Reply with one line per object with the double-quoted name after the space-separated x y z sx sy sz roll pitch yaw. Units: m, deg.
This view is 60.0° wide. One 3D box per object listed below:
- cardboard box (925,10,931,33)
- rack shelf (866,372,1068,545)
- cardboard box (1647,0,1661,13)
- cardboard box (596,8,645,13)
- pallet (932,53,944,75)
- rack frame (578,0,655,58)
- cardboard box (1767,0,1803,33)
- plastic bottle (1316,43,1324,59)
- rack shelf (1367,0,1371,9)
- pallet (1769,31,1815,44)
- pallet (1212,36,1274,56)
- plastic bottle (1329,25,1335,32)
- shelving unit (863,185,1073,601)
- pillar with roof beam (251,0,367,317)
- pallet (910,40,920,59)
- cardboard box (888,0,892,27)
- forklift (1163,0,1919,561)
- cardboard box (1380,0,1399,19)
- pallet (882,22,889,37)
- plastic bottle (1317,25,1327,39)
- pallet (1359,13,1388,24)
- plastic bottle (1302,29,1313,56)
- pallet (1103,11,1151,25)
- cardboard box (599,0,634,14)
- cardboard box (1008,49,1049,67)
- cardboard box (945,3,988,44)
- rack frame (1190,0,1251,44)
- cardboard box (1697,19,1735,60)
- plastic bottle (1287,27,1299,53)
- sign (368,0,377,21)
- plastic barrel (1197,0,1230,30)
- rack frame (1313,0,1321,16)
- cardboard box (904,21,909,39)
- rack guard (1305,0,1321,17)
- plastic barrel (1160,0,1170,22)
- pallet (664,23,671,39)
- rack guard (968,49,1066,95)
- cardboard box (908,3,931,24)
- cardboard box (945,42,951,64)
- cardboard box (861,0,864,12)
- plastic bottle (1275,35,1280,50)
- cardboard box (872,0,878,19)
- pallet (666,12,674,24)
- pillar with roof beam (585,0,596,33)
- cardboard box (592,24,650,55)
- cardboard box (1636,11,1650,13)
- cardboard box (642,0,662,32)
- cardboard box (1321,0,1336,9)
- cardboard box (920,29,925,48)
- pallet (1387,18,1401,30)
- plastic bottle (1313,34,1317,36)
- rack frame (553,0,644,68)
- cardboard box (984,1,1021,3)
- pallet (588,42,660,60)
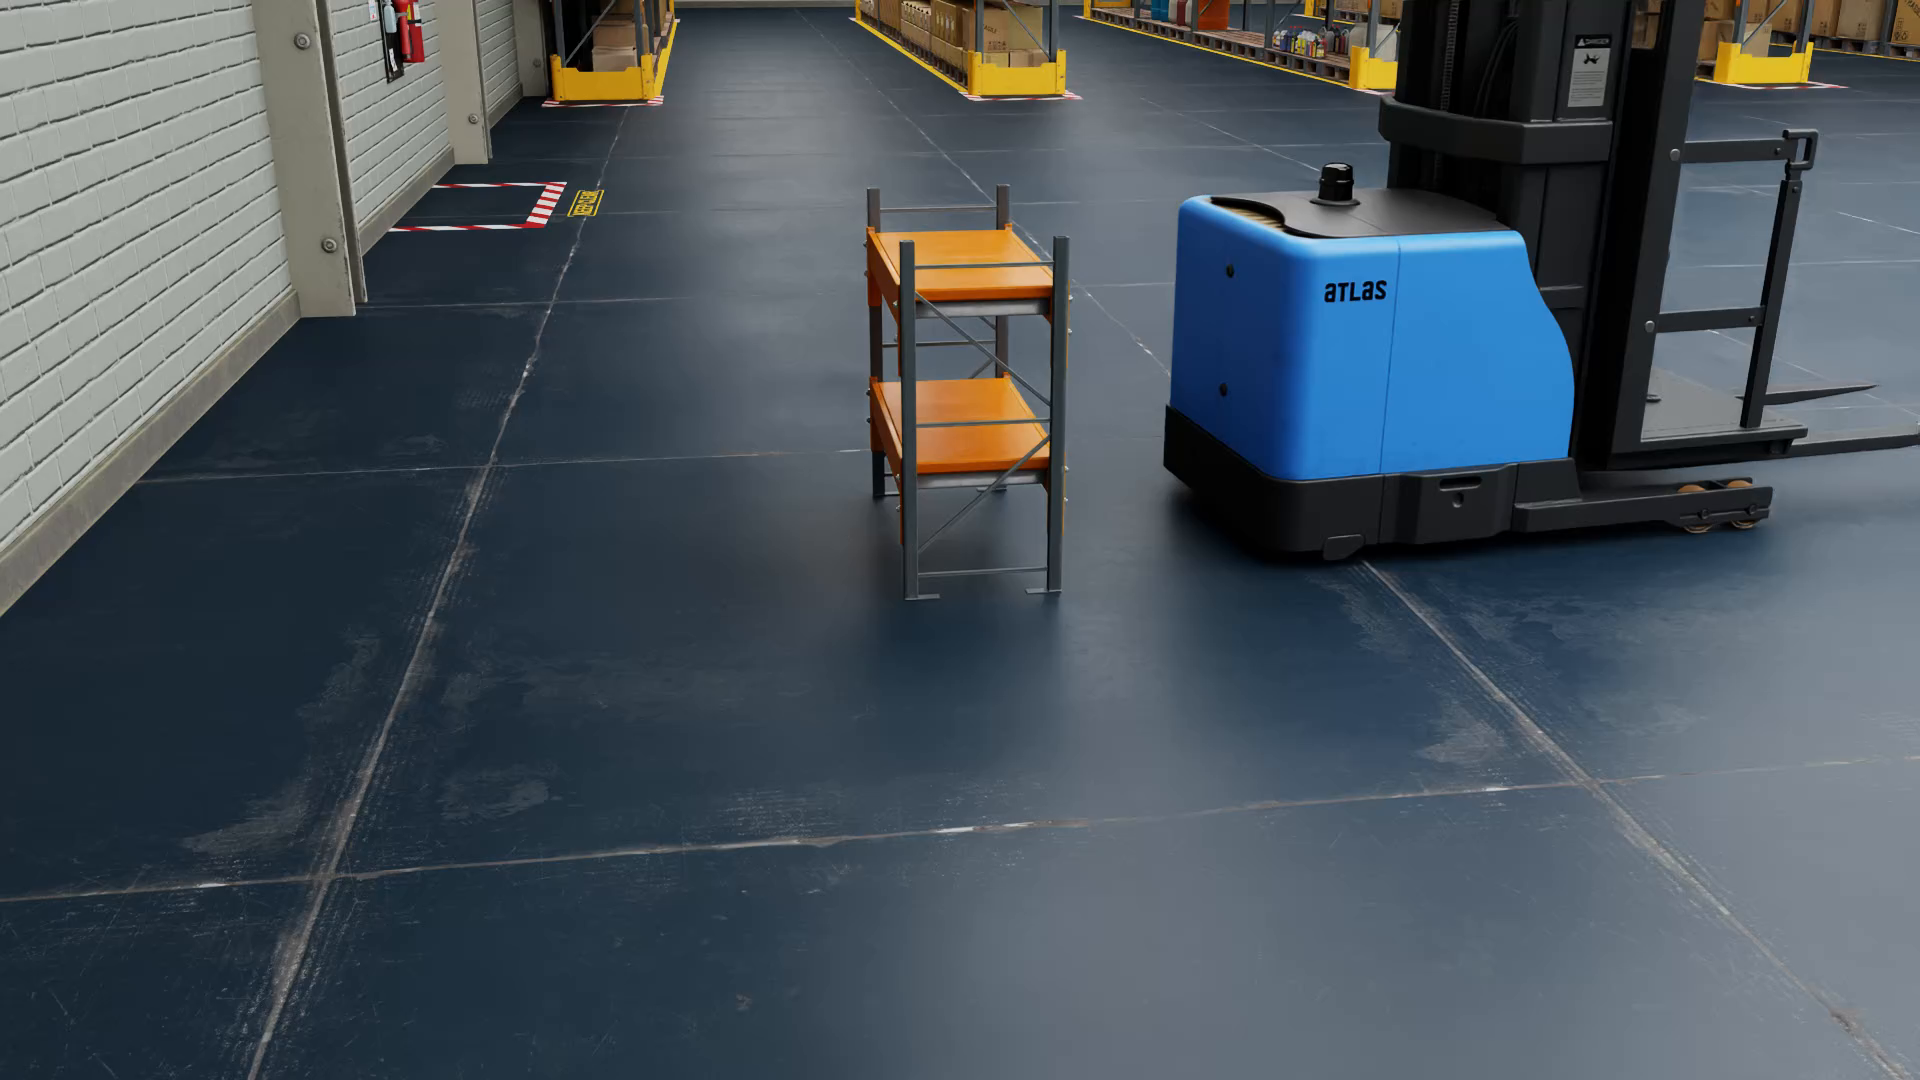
-0.233 -7.562 24.204 0.500 0.311 0.500 -3 21 -8 "cardboard box"
-0.001 -0.300 5.611 0.538 0.278 1.000 -3 21 -8 "rack shelf"
13.604 -10.322 32.037 0.500 0.500 0.500 -2 21 -5 "cardboard box"
-5.154 -7.832 25.344 0.700 0.500 0.500 -3 21 -8 "cardboard box"
0.183 -6.681 23.303 1.003 0.211 1.213 -3 21 -8 "pallet"
-4.792 -8.014 22.886 1.000 3.000 0.127 -3 21 -8 "rack frame"
14.387 -8.988 28.110 1.050 0.750 0.750 -3 21 -7 "cardboard box"
4.890 -6.638 22.571 0.097 0.201 0.097 0 20 0 "plastic bottle"
5.300 -7.484 22.495 1.077 0.370 4.000 -3 21 -8 "rack shelf"
14.298 -8.780 28.923 1.003 0.211 1.213 -3 21 -8 "pallet"
4.681 -7.901 26.567 1.003 0.211 1.213 -3 21 -8 "pallet"
5.390 -7.270 24.052 0.144 0.351 0.185 -3 21 -9 "plastic bottle"
-0.001 -0.529 5.526 0.538 1.125 1.048 -3 21 -8 "shelving unit"
0.818 -5.700 8.117 9.100 9.000 0.400 -3 21 -8 "pillar with roof beam"
-0.215 -7.635 25.857 1.003 0.211 1.213 -3 21 -8 "pallet"
-0.990 -9.358 29.427 0.500 0.500 0.500 -4 21 -10 "cardboard box"
2.340 -1.569 5.727 3.031 2.935 1.130 -5 21 -14 "forklift"
8.872 -10.514 32.016 1.225 0.875 0.875 -3 21 -8 "cardboard box"
-0.889 -9.449 30.713 1.003 0.211 1.213 -3 21 -8 "pallet"
5.247 -7.263 24.032 0.144 0.351 0.185 -3 21 -8 "plastic bottle"
8.727 -10.494 33.512 1.003 0.211 1.213 -3 21 -8 "pallet"
4.833 -6.901 23.064 0.144 0.351 0.185 -2 21 -6 "plastic bottle"
3.535 -10.653 33.937 1.003 0.211 1.213 -3 21 -8 "pallet"
-4.981 -7.807 24.203 0.500 0.250 0.500 -3 21 -9 "cardboard box"
0.829 -5.986 20.785 0.500 0.250 0.500 -3 21 -8 "cardboard box"
0.085 -6.829 21.972 0.500 0.500 0.500 -3 21 -8 "cardboard box"
4.435 -9.898 27.931 1.000 3.000 0.127 -3 21 -8 "rack frame"
10.296 -6.826 22.679 0.500 0.500 0.500 2 21 6 "cardboard box"
4.745 -7.113 23.631 0.144 0.351 0.185 -4 21 -10 "plastic bottle"
-4.011 -3.713 11.319 0.001 0.329 0.234 -3 21 -8 "sign"
4.348 -9.247 28.689 0.600 0.830 0.708 -3 21 -8 "plastic barrel"
8.183 -12.918 36.016 1.000 3.000 0.127 -3 21 -8 "rack frame"
-0.609 -8.188 26.683 0.500 0.250 0.500 -3 21 -9 "cardboard box"
8.180 -11.755 36.476 1.175 0.500 0.348 -3 21 -8 "rack guard"
4.022 -10.063 30.770 0.600 0.901 0.708 -3 21 -8 "plastic barrel"
-5.759 -9.214 30.084 1.003 0.211 1.213 -3 21 -8 "pallet"
0.690 -5.701 20.265 1.175 0.500 0.348 -3 21 -8 "rack guard"
-0.527 -8.267 26.091 0.500 0.311 0.500 -3 21 -9 "cardboard box"
0.088 -6.478 22.104 0.500 0.250 0.500 -3 21 -8 "cardboard box"
-1.751 -10.962 34.080 0.500 0.250 0.500 -3 21 -8 "cardboard box"
4.638 -7.241 24.187 0.097 0.201 0.097 0 20 0 "plastic bottle"
-1.407 -10.253 31.824 0.500 0.500 0.500 -3 21 -8 "cardboard box"
-6.329 -10.589 33.767 1.003 0.211 1.213 -3 21 -8 "pallet"
-2.642 -14.010 30.365 9.100 9.000 0.400 -3 21 -8 "pillar with roof beam"
-4.365 -6.362 21.407 0.700 0.500 0.500 -4 21 -11 "cardboard box"
9.931 -7.649 24.880 0.500 0.500 0.500 -4 21 -9 "cardboard box"
-5.345 -8.850 27.596 0.750 0.750 0.750 -3 21 -8 "cardboard box"
8.354 -11.902 35.732 0.875 0.875 0.875 -3 21 -8 "cardboard box"
-0.308 -7.478 24.780 0.500 0.250 0.500 -3 21 -9 "cardboard box"
8.945 -9.964 32.091 1.003 0.211 1.213 -3 21 -8 "pallet"
4.949 -6.947 23.293 0.152 0.276 0.135 -3 21 -8 "plastic bottle"
-4.215 -6.629 19.178 1.000 3.000 0.127 -3 21 -8 "rack frame"
0.529 -7.029 22.506 0.500 0.500 0.500 -3 21 -8 "cardboard box"
-5.085 -7.400 25.228 1.003 0.211 1.213 -3 21 -8 "pallet"
